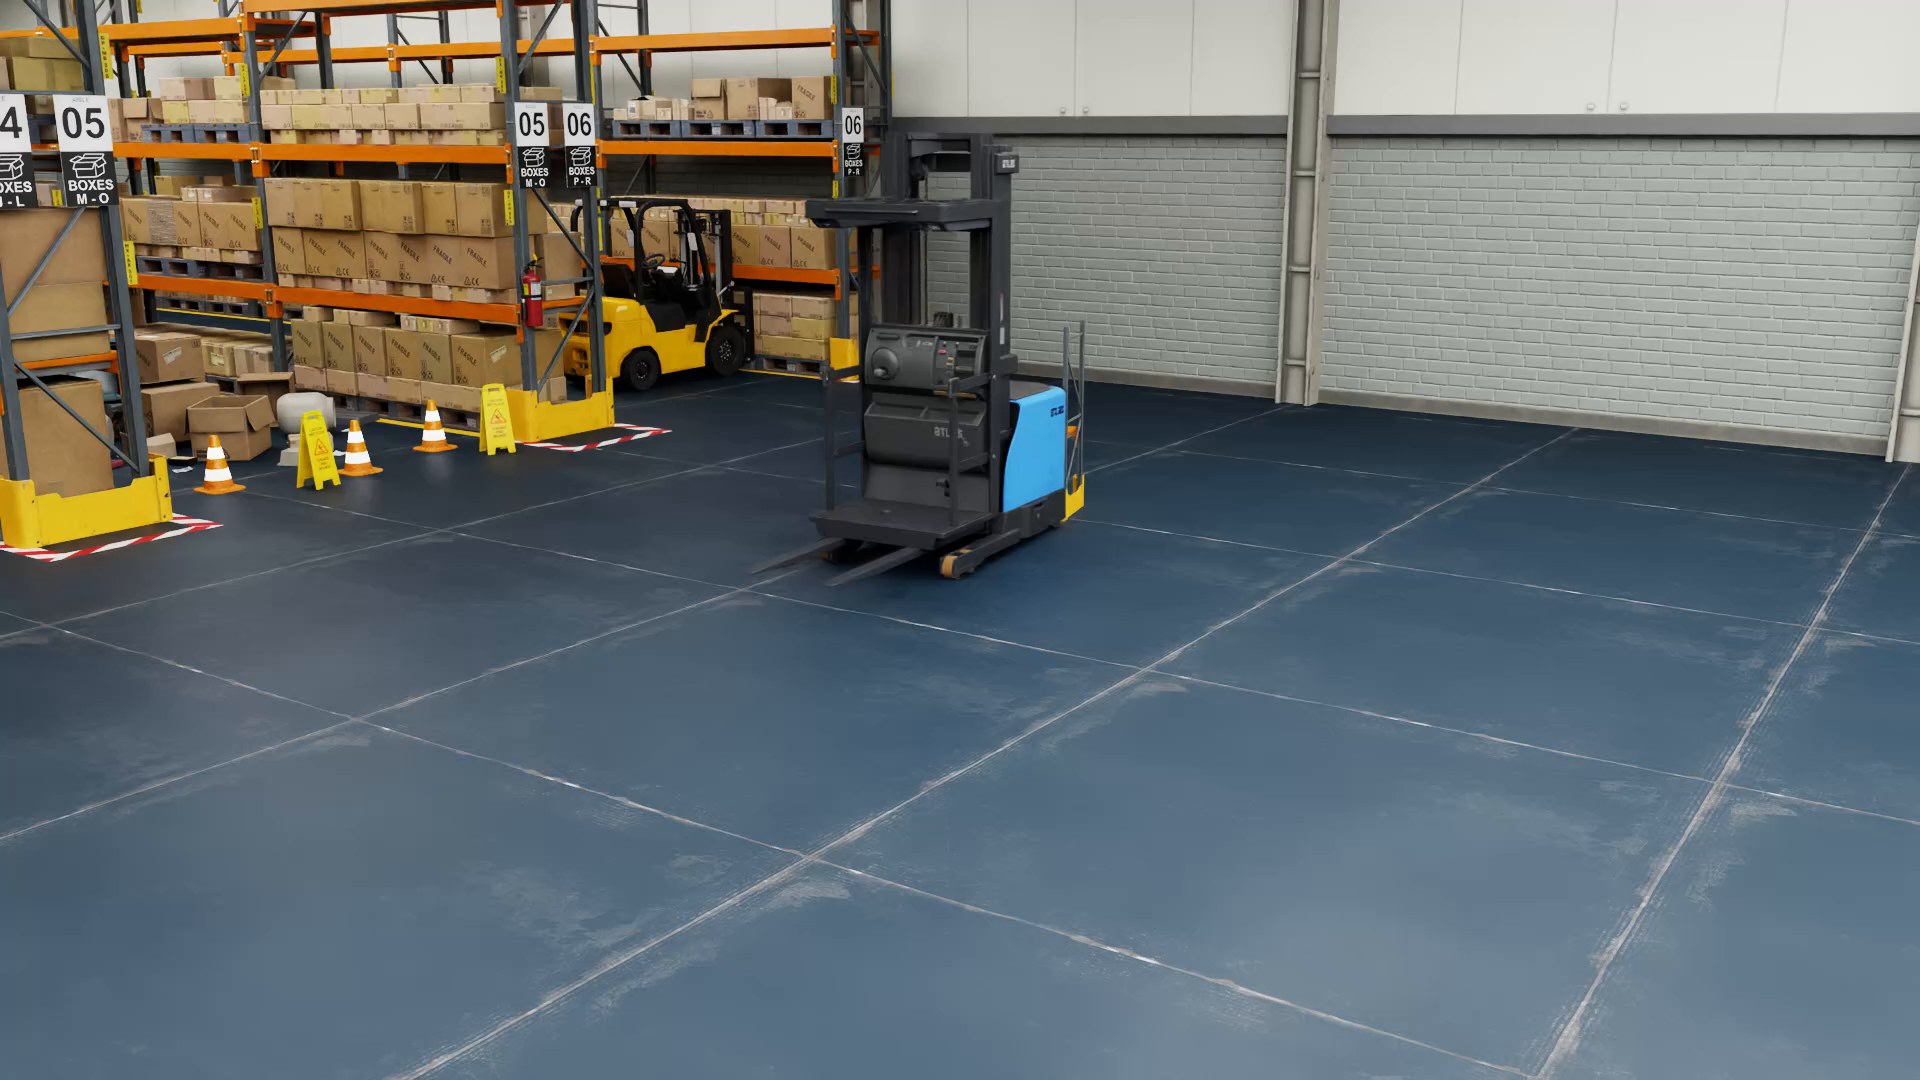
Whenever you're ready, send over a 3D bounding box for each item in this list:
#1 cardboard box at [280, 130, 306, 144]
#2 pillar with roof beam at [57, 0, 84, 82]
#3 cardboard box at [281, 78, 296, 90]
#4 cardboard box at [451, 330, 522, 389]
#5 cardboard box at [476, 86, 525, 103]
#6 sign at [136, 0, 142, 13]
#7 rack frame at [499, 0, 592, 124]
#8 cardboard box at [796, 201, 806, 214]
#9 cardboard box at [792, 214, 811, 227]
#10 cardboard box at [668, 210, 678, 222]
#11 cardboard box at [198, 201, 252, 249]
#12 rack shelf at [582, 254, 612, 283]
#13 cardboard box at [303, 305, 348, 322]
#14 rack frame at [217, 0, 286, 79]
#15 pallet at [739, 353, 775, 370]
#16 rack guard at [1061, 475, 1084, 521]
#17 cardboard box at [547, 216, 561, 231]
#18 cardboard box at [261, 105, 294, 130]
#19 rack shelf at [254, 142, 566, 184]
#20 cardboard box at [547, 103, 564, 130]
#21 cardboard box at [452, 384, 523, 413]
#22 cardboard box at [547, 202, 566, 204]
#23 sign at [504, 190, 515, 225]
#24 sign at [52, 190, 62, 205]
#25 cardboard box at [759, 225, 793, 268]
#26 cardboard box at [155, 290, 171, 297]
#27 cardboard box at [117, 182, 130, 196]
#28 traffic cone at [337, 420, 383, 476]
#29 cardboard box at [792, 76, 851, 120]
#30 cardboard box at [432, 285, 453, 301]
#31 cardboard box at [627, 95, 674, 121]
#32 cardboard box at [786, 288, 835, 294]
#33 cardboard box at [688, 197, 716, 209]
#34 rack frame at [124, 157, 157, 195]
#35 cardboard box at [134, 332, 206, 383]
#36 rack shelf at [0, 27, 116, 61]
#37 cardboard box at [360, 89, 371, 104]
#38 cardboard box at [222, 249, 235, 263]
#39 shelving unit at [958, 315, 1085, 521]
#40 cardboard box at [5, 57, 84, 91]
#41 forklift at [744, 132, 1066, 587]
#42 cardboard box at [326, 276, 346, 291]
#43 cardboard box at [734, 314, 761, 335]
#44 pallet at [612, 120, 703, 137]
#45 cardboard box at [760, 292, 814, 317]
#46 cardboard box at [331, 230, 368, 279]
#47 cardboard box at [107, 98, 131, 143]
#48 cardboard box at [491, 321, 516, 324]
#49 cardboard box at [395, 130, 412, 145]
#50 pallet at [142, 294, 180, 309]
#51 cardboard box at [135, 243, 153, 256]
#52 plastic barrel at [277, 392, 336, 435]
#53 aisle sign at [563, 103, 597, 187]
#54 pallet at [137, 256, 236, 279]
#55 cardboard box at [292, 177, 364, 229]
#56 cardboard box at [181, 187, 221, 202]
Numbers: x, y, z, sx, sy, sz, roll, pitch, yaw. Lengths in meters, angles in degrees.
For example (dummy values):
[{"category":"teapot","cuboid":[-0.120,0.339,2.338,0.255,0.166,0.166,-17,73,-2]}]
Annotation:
[{"category":"cardboard box","cuboid":[-6.935,-4.261,17.572,0.250,0.149,0.380,9,17,33]},{"category":"pillar with roof beam","cuboid":[-18.569,-8.258,26.957,0.400,9.000,9.100,9,17,33]},{"category":"cardboard box","cuboid":[-7.922,-5.117,18.906,0.500,0.250,0.500,9,16,32]},{"category":"cardboard box","cuboid":[-4.733,-1.816,16.705,0.500,0.500,0.500,9,17,33]},{"category":"cardboard box","cuboid":[-4.368,-4.235,15.810,0.250,0.149,0.380,9,17,33]},{"category":"sign","cuboid":[-14.105,-9.214,28.543,0.005,0.325,0.100,9,17,33]},{"category":"rack frame","cuboid":[-3.923,-5.440,15.570,0.127,3.000,1.000,9,17,33]},{"category":"cardboard box","cuboid":[-1.792,-4.058,20.298,0.250,0.149,0.380,9,17,33]},{"category":"cardboard box","cuboid":[-1.828,-3.900,20.278,0.250,0.149,0.380,9,17,34]},{"category":"cardboard box","cuboid":[-3.529,-4.175,21.389,0.250,0.149,0.380,9,17,32]},{"category":"cardboard box","cuboid":[-8.165,-3.543,18.693,0.500,0.500,0.500,9,17,33]},{"category":"rack shelf","cuboid":[-6.134,-3.973,23.628,4.000,0.370,1.077,9,17,33]},{"category":"cardboard box","cuboid":[-6.833,-2.450,17.917,0.250,0.149,0.380,9,17,34]},{"category":"rack frame","cuboid":[-11.113,-8.039,26.071,0.127,3.000,1.000,9,17,33]},{"category":"pallet","cuboid":[-2.822,-2.422,21.668,1.213,0.211,1.003,9,17,33]},{"category":"rack guard","cuboid":[0.866,-0.338,13.170,0.087,0.250,0.587,5,15,19]},{"category":"cardboard box","cuboid":[-5.456,-4.306,22.749,0.500,0.250,0.500,9,16,31]},{"category":"cardboard box","cuboid":[-7.030,-4.478,17.621,0.500,0.250,0.500,9,16,32]},{"category":"rack shelf","cuboid":[-5.582,-3.903,17.101,4.000,0.370,1.077,9,17,33]},{"category":"cardboard box","cuboid":[-4.191,-4.176,16.400,0.500,0.250,0.500,9,16,32]},{"category":"cardboard box","cuboid":[-4.764,-1.455,16.805,0.500,0.250,0.500,9,17,33]},{"category":"cardboard box","cuboid":[-5.675,-4.689,23.465,0.250,0.149,0.380,9,17,32]},{"category":"sign","cuboid":[-4.249,-3.135,15.678,0.005,0.325,0.100,9,17,33]},{"category":"sign","cuboid":[-10.868,-4.051,20.037,0.005,0.325,0.100,9,17,33]},{"category":"cardboard box","cuboid":[-2.136,-3.651,20.623,0.500,0.500,0.500,10,17,35]},{"category":"cardboard box","cuboid":[-13.290,-4.431,28.307,0.500,0.500,0.700,10,17,35]},{"category":"cardboard box","cuboid":[-10.834,-4.249,20.957,0.500,0.500,0.500,9,16,31]},{"category":"traffic cone","cuboid":[-5.337,-0.830,14.712,0.334,0.463,0.336,9,17,33]},{"category":"cardboard box","cuboid":[-1.659,-5.285,19.900,0.500,0.500,0.500,10,17,35]},{"category":"cardboard box","cuboid":[-5.056,-2.492,16.671,0.250,0.149,0.380,10,17,34]},{"category":"cardboard box","cuboid":[-3.920,-5.559,21.399,0.500,0.311,0.500,10,17,34]},{"category":"cardboard box","cuboid":[-1.865,-3.041,21.132,0.500,0.250,0.500,9,17,33]},{"category":"cardboard box","cuboid":[-3.263,-4.303,21.287,0.250,0.149,0.380,9,17,33]},{"category":"rack frame","cuboid":[-14.432,-5.663,28.959,0.127,3.000,1.000,9,17,33]},{"category":"cardboard box","cuboid":[-8.210,-1.859,17.217,0.500,0.500,0.500,9,17,33]},{"category":"rack shelf","cuboid":[-12.220,-6.237,21.122,4.000,0.370,1.077,9,17,33]},{"category":"cardboard box","cuboid":[-5.827,-4.486,16.823,0.250,0.149,0.380,10,17,34]},{"category":"cardboard box","cuboid":[-8.032,-3.199,18.651,0.250,0.149,0.380,9,16,31]},{"category":"shelving unit","cuboid":[0.398,-0.986,13.184,1.083,1.500,0.587,5,15,19]},{"category":"cardboard box","cuboid":[-6.859,-3.423,12.277,0.500,0.250,0.500,9,17,33]},{"category":"forklift","cuboid":[-0.348,-1.280,11.393,1.130,2.935,3.031,8,16,28]},{"category":"cardboard box","cuboid":[-6.498,-2.743,17.683,0.250,0.149,0.380,10,17,35]},{"category":"cardboard box","cuboid":[-2.584,-2.767,21.066,0.500,0.250,0.500,9,16,32]},{"category":"pallet","cuboid":[-3.752,-5.358,21.667,1.213,0.211,1.003,9,17,33]},{"category":"cardboard box","cuboid":[-2.139,-2.939,20.721,0.500,0.250,0.500,10,17,34]},{"category":"cardboard box","cuboid":[-6.193,-3.010,17.412,0.500,0.500,0.500,9,17,32]},{"category":"cardboard box","cuboid":[-9.780,-4.976,19.731,0.500,0.500,0.700,9,17,33]},{"category":"cardboard box","cuboid":[-6.178,-3.379,23.799,0.625,0.625,0.875,8,16,31]},{"category":"cardboard box","cuboid":[-5.422,-4.031,16.645,0.250,0.149,0.380,9,16,31]},{"category":"pallet","cuboid":[-13.707,-4.193,28.822,1.213,0.211,1.003,9,17,33]},{"category":"cardboard box","cuboid":[-9.518,-3.453,19.680,0.250,0.149,0.380,10,17,36]},{"category":"plastic barrel","cuboid":[-6.482,-1.252,16.500,0.512,0.421,0.421,-4,14,-16]},{"category":"aisle sign","cuboid":[-3.698,-3.843,16.195,0.004,0.787,0.394,9,17,33]},{"category":"pallet","cuboid":[-8.895,-3.250,19.609,1.213,0.211,1.003,9,17,33]},{"category":"cardboard box","cuboid":[-6.586,-3.567,17.583,0.500,0.500,0.700,9,17,33]},{"category":"cardboard box","cuboid":[-8.571,-3.914,18.843,0.250,0.149,0.380,8,16,30]}]
